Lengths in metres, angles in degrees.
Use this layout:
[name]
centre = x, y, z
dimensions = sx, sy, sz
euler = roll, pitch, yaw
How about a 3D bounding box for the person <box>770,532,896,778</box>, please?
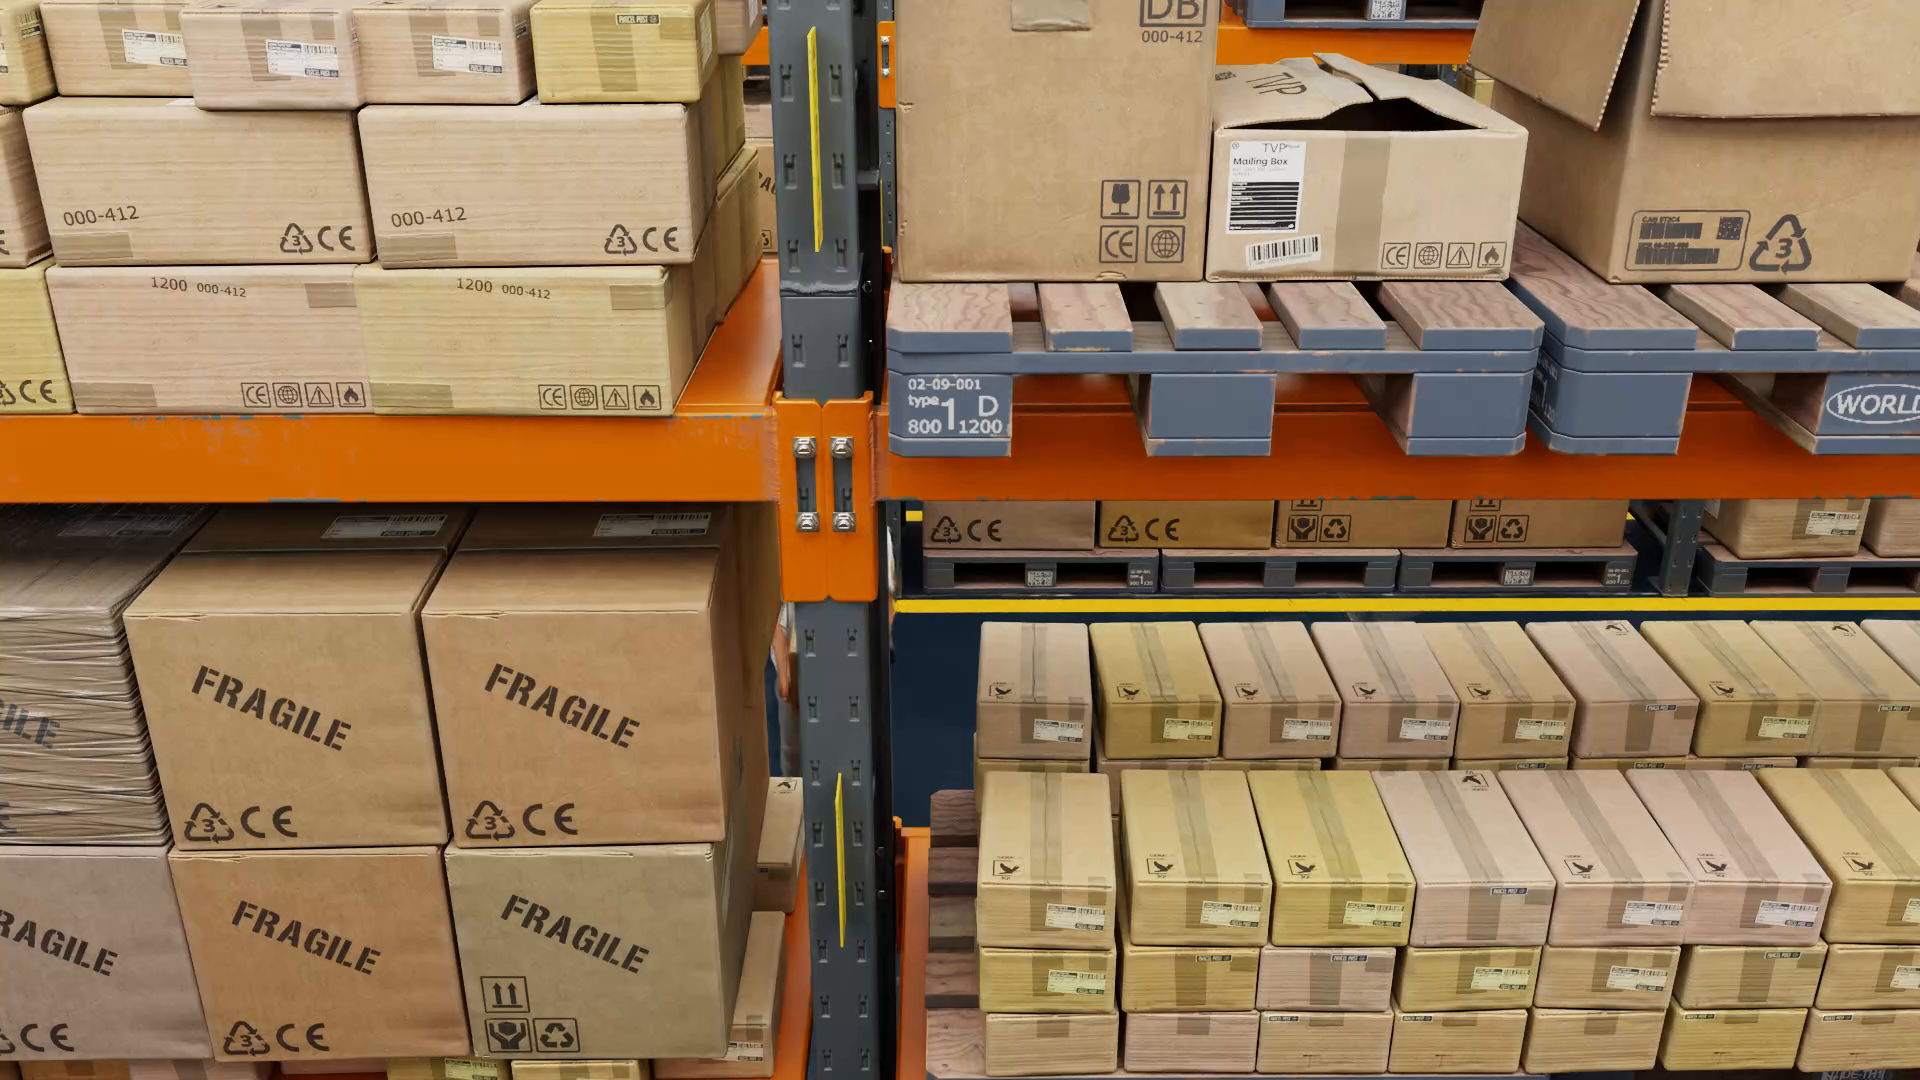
[person]
centre = -0.459, 0.499, 5.997
dimensions = 0.456, 1.660, 0.535
euler = 0, 24, 0
